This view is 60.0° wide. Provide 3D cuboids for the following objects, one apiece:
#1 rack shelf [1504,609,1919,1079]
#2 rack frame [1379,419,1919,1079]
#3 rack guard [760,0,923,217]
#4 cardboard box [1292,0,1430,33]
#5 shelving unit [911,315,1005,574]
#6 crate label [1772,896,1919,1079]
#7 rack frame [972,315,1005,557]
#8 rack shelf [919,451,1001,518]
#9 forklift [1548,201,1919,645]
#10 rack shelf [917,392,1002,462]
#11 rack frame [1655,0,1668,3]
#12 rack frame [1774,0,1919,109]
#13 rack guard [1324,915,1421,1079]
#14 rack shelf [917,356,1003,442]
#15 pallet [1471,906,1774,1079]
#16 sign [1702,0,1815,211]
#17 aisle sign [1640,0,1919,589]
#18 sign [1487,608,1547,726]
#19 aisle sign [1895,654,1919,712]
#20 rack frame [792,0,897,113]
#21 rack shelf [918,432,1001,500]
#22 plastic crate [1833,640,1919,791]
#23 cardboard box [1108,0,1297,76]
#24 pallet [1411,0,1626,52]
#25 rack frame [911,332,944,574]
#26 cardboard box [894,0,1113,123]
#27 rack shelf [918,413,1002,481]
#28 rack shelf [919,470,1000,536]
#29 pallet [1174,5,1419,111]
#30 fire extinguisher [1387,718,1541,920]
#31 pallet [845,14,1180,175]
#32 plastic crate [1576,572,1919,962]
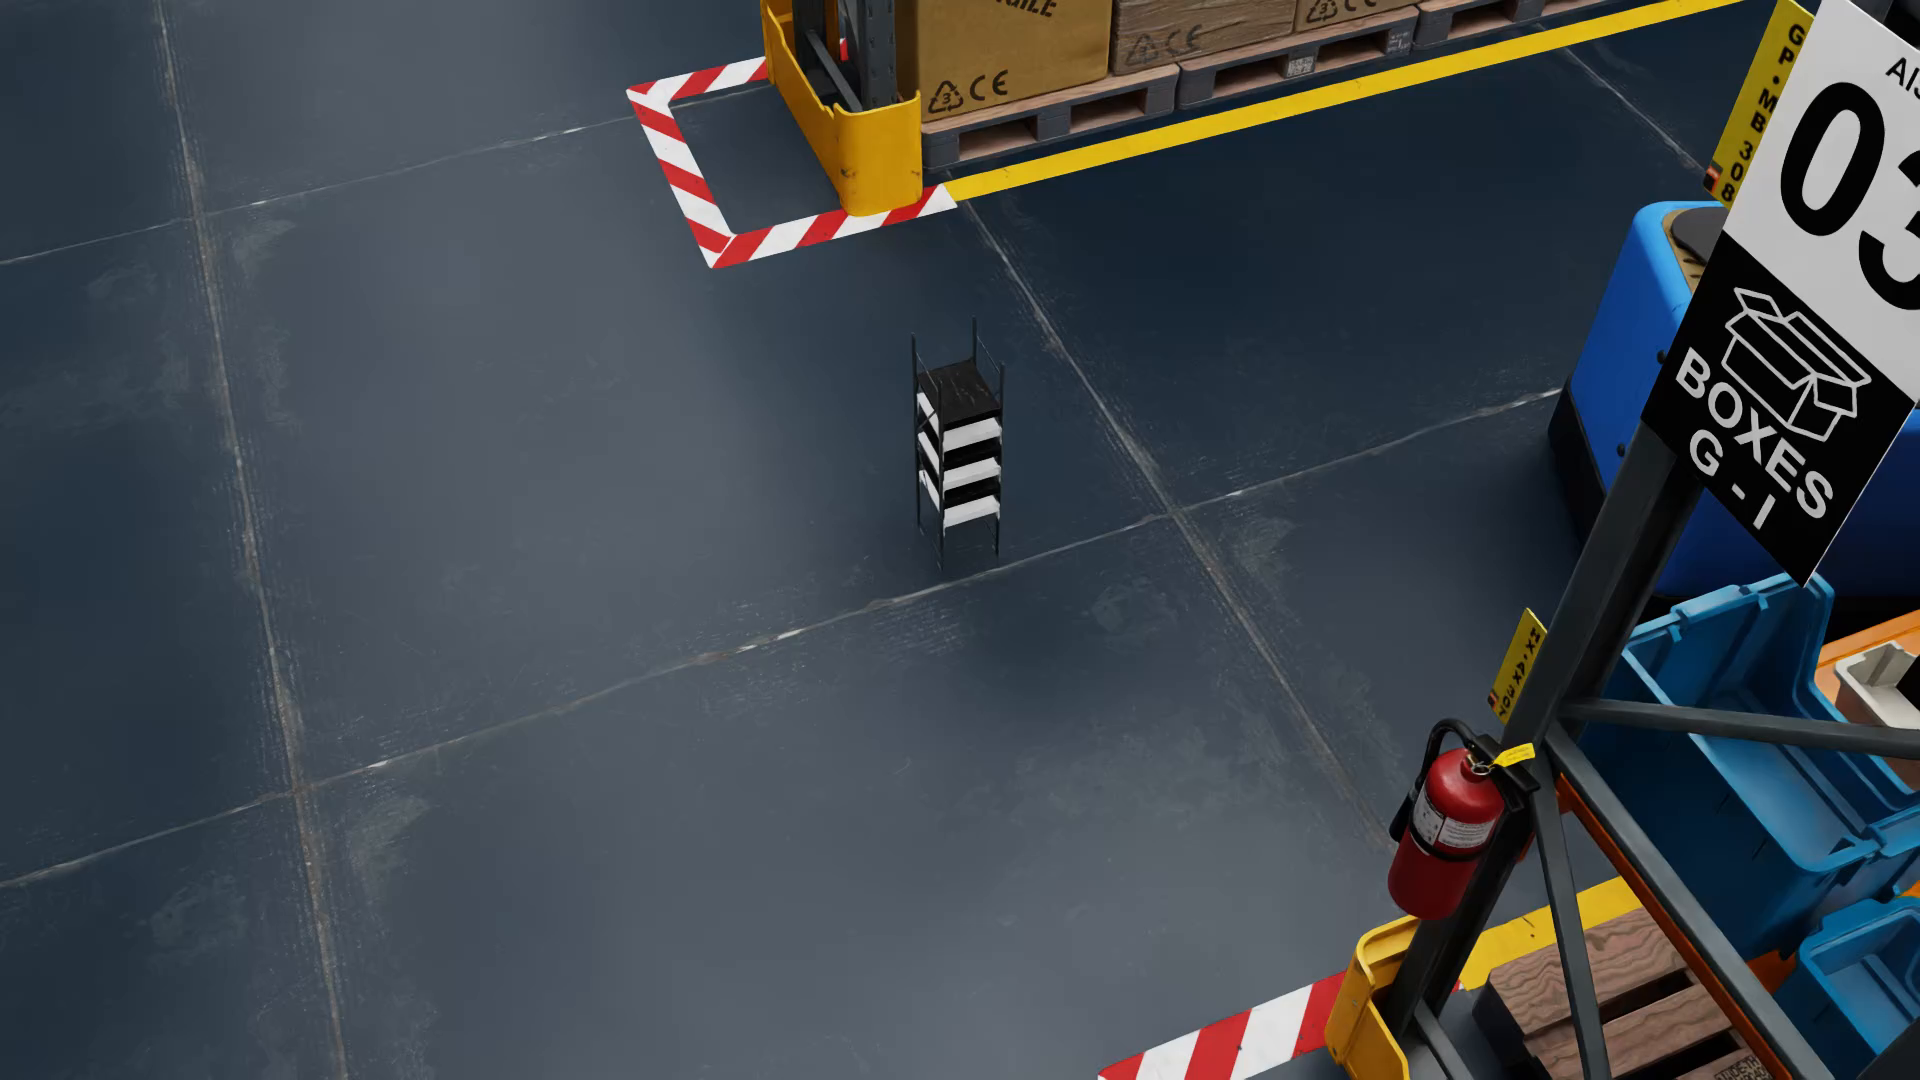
[{"bbox_3d":[3.230,0.371,3.928,4.000,0.370,1.077,-17,52,-14],"label":"rack shelf"},{"bbox_3d":[1.379,0.710,3.163,0.127,3.000,1.000,-17,52,-14],"label":"rack frame"},{"bbox_3d":[-0.516,-1.947,7.092,0.348,0.500,1.175,-17,52,-14],"label":"rack guard"},{"bbox_3d":[1.734,-2.969,7.446,0.875,0.875,0.875,-17,52,-14],"label":"cardboard box"},{"bbox_3d":[-0.008,-0.291,5.407,0.210,0.900,0.258,-17,52,-14],"label":"shelving unit"},{"bbox_3d":[1.732,0.906,3.066,0.303,0.233,0.416,-17,52,-14],"label":"crate label"},{"bbox_3d":[0.087,-0.320,5.432,0.006,0.900,0.240,-17,52,-14],"label":"rack frame"},{"bbox_3d":[-0.008,-0.211,5.500,0.200,0.077,0.258,-17,52,-14],"label":"rack shelf"},{"bbox_3d":[3.630,-0.968,4.649,3.031,2.935,1.130,0,49,0],"label":"forklift"},{"bbox_3d":[-0.008,-0.386,5.295,0.200,0.077,0.258,-17,52,-14],"label":"rack shelf"},{"bbox_3d":[3.209,-3.916,7.135,0.127,3.000,1.000,-17,52,-14],"label":"rack frame"},{"bbox_3d":[1.379,-1.244,0.887,0.127,3.000,1.000,-17,52,-14],"label":"rack frame"},{"bbox_3d":[1.361,1.541,4.097,0.348,0.500,1.175,-17,52,-14],"label":"rack guard"},{"bbox_3d":[-0.008,-0.445,5.227,0.200,0.077,0.258,-17,52,-14],"label":"rack shelf"},{"bbox_3d":[2.157,1.410,4.400,1.213,0.211,1.003,-17,52,-14],"label":"pallet"},{"bbox_3d":[1.156,-0.614,2.392,0.005,0.325,0.100,-17,52,-14],"label":"sign"},{"bbox_3d":[1.201,-0.322,2.335,0.004,0.787,0.394,-17,52,-14],"label":"aisle sign"},{"bbox_3d":[1.156,0.276,3.429,0.005,0.325,0.100,-17,52,-14],"label":"sign"},{"bbox_3d":[1.424,0.093,1.980,0.004,0.787,0.394,-17,52,-14],"label":"aisle sign"},{"bbox_3d":[-0.494,-2.768,6.150,0.127,3.000,1.000,-17,52,-14],"label":"rack frame"},{"bbox_3d":[-0.008,-0.269,5.432,0.200,0.077,0.258,-17,52,-14],"label":"rack shelf"},{"bbox_3d":[2.065,0.416,3.550,0.243,0.136,0.396,-17,52,-14],"label":"plastic crate"},{"bbox_3d":[0.910,-2.714,7.227,0.875,0.875,0.875,-17,52,-14],"label":"cardboard box"},{"bbox_3d":[2.475,-2.844,8.053,1.213,0.211,1.003,-17,52,-14],"label":"pallet"},{"bbox_3d":[-0.102,-0.262,5.382,0.006,0.900,0.240,-17,52,-14],"label":"rack frame"},{"bbox_3d":[0.068,-2.453,7.003,0.875,0.875,0.875,-17,52,-14],"label":"cardboard box"},{"bbox_3d":[-0.008,-0.328,5.364,0.200,0.077,0.258,-17,52,-14],"label":"rack shelf"},{"bbox_3d":[-0.008,-0.152,5.568,0.200,0.077,0.258,-17,52,-14],"label":"rack shelf"},{"bbox_3d":[1.344,-2.491,7.750,1.213,0.211,1.003,-17,52,-14],"label":"pallet"},{"bbox_3d":[1.067,0.581,3.570,0.183,0.674,0.296,-17,52,-14],"label":"fire extinguisher"},{"bbox_3d":[0.216,-2.144,7.452,1.213,0.211,1.003,-17,52,-14],"label":"pallet"},{"bbox_3d":[1.618,0.452,3.322,0.499,0.435,0.616,-17,52,-14],"label":"plastic crate"}]
